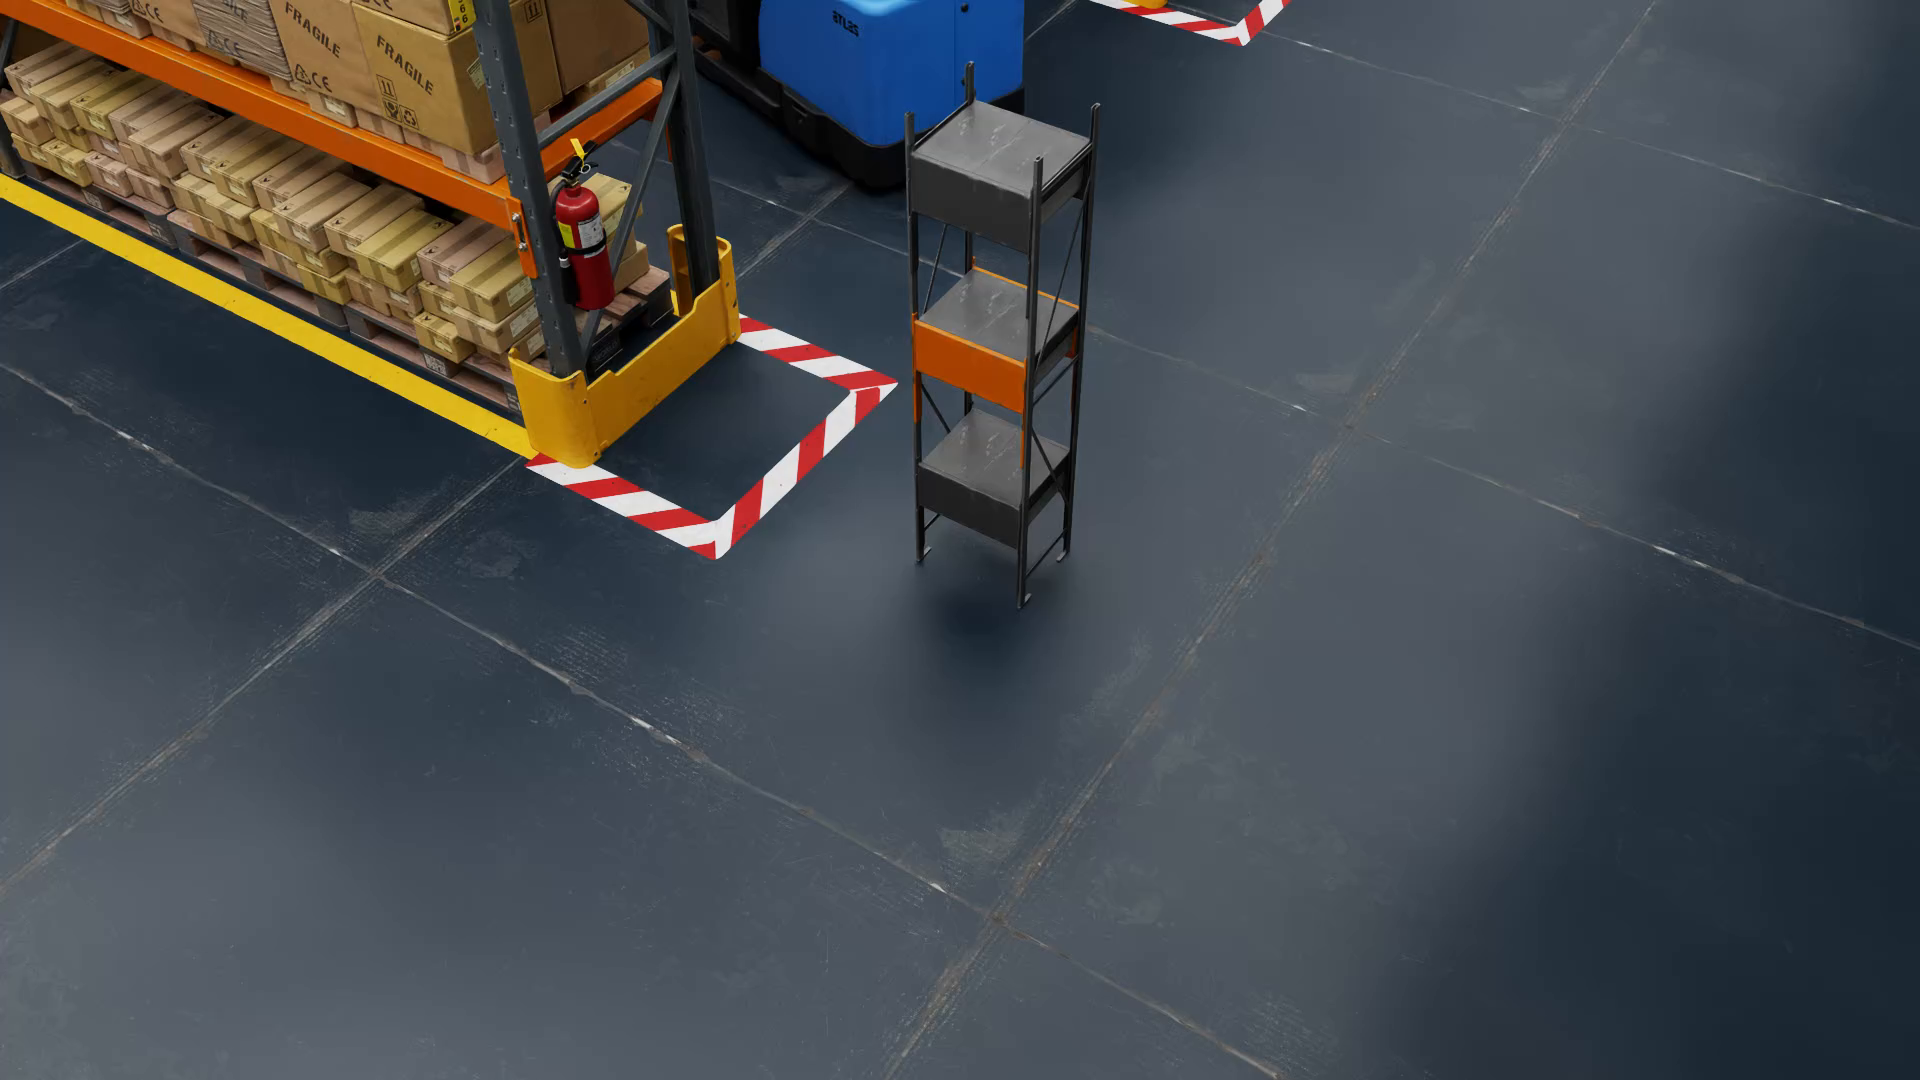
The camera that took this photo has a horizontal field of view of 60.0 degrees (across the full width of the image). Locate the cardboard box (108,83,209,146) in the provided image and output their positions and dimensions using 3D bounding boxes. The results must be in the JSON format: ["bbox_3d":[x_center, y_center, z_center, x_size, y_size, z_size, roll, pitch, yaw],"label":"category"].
[{"bbox_3d":[-3.932,-2.081,8.182,0.250,0.149,0.380,23,50,21],"label":"cardboard box"}]

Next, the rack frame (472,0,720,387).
[{"bbox_3d":[-1.414,-1.728,6.559,0.127,3.000,1.000,25,51,22],"label":"rack frame"}]

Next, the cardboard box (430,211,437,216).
[{"bbox_3d":[-2.582,-1.627,8.157,0.250,0.149,0.380,25,51,22],"label":"cardboard box"}]

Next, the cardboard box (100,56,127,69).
[{"bbox_3d":[-4.341,-2.656,8.742,0.250,0.149,0.380,26,51,23],"label":"cardboard box"}]

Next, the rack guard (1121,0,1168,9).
[{"bbox_3d":[1.369,-3.803,10.318,0.348,0.500,1.175,25,51,22],"label":"rack guard"}]

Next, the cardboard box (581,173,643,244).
[{"bbox_3d":[-1.672,-1.496,7.614,0.250,0.149,0.380,23,50,20],"label":"cardboard box"}]

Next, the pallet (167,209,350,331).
[{"bbox_3d":[-3.166,-1.594,8.374,1.213,0.211,1.003,25,51,22],"label":"pallet"}]

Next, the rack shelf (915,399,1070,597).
[{"bbox_3d":[0.139,-0.170,6.668,0.480,0.518,0.431,25,51,22],"label":"rack shelf"}]

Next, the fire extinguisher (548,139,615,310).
[{"bbox_3d":[-1.451,-1.195,6.355,0.183,0.674,0.296,25,51,22],"label":"fire extinguisher"}]

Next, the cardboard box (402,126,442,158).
[{"bbox_3d":[-2.030,-1.715,6.722,0.250,0.149,0.380,25,51,22],"label":"cardboard box"}]

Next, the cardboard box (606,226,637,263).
[{"bbox_3d":[-1.717,-1.342,7.672,0.250,0.149,0.380,27,52,24],"label":"cardboard box"}]

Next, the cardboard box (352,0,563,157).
[{"bbox_3d":[-1.931,-1.885,6.435,0.500,0.500,0.500,26,51,23],"label":"cardboard box"}]

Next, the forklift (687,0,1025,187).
[{"bbox_3d":[-0.966,-3.859,8.678,1.130,2.935,3.031,-30,53,-26],"label":"forklift"}]

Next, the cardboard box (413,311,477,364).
[{"bbox_3d":[-2.241,-0.997,7.544,0.250,0.149,0.380,26,51,23],"label":"cardboard box"}]

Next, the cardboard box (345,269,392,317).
[{"bbox_3d":[-2.632,-1.239,7.779,0.250,0.149,0.380,25,51,22],"label":"cardboard box"}]

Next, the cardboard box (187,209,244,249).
[{"bbox_3d":[-3.534,-1.617,8.146,0.250,0.149,0.380,23,50,21],"label":"cardboard box"}]

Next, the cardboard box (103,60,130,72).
[{"bbox_3d":[-4.344,-2.603,8.897,0.250,0.149,0.380,26,51,23],"label":"cardboard box"}]

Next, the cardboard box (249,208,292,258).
[{"bbox_3d":[-3.099,-1.520,7.845,0.250,0.149,0.380,27,52,24],"label":"cardboard box"}]

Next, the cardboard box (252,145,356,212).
[{"bbox_3d":[-3.066,-1.674,7.787,0.250,0.149,0.380,23,50,21],"label":"cardboard box"}]

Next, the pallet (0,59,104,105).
[{"bbox_3d":[-5.437,-2.605,9.356,1.213,0.211,1.003,25,51,22],"label":"pallet"}]

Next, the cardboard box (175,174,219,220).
[{"bbox_3d":[-3.540,-1.720,8.040,0.250,0.149,0.380,24,51,22],"label":"cardboard box"}]

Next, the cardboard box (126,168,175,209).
[{"bbox_3d":[-3.946,-1.859,8.381,0.250,0.149,0.380,24,50,21],"label":"cardboard box"}]

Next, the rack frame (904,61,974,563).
[{"bbox_3d":[-0.066,-0.762,6.248,0.015,2.100,0.400,25,51,22],"label":"rack frame"}]

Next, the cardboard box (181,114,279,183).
[{"bbox_3d":[-3.488,-1.877,7.985,0.250,0.149,0.380,23,50,21],"label":"cardboard box"}]

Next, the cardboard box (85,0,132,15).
[{"bbox_3d":[-3.675,-2.667,7.195,0.500,0.500,0.500,24,50,21],"label":"cardboard box"}]

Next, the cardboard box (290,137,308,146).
[{"bbox_3d":[-3.054,-2.033,8.136,0.250,0.149,0.380,25,51,22],"label":"cardboard box"}]

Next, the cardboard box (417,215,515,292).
[{"bbox_3d":[-2.177,-1.272,7.397,0.250,0.149,0.380,26,51,23],"label":"cardboard box"}]

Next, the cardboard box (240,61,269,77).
[{"bbox_3d":[-2.878,-2.148,7.143,0.250,0.149,0.380,23,50,21],"label":"cardboard box"}]

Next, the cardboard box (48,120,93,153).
[{"bbox_3d":[-4.387,-2.156,8.463,0.250,0.149,0.380,25,51,22],"label":"cardboard box"}]

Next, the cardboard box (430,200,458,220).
[{"bbox_3d":[-2.328,-1.689,8.009,0.250,0.149,0.380,26,51,23],"label":"cardboard box"}]

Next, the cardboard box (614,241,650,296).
[{"bbox_3d":[-1.682,-1.277,7.816,0.250,0.149,0.380,26,51,23],"label":"cardboard box"}]

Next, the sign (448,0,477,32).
[{"bbox_3d":[-1.731,-1.914,5.713,0.005,0.325,0.100,25,51,22],"label":"sign"}]

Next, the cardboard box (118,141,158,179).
[{"bbox_3d":[-3.937,-1.977,8.289,0.250,0.149,0.380,22,50,20],"label":"cardboard box"}]

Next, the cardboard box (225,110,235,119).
[{"bbox_3d":[-3.492,-2.170,8.476,0.250,0.149,0.380,26,51,23],"label":"cardboard box"}]

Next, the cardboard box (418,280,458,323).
[{"bbox_3d":[-2.203,-1.150,7.486,0.250,0.149,0.380,24,50,21],"label":"cardboard box"}]

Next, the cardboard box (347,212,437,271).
[{"bbox_3d":[-2.622,-1.383,7.712,0.250,0.149,0.380,24,51,22],"label":"cardboard box"}]

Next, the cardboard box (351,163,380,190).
[{"bbox_3d":[-2.853,-1.814,8.131,0.250,0.149,0.380,27,52,24],"label":"cardboard box"}]

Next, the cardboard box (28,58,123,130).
[{"bbox_3d":[-4.403,-2.236,8.333,0.250,0.149,0.380,27,52,24],"label":"cardboard box"}]

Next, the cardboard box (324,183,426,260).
[{"bbox_3d":[-2.647,-1.434,7.554,0.250,0.149,0.380,23,50,21],"label":"cardboard box"}]

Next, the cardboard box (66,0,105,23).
[{"bbox_3d":[-3.806,-2.509,7.494,0.250,0.149,0.380,26,51,23],"label":"cardboard box"}]

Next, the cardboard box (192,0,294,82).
[{"bbox_3d":[-2.794,-2.278,6.817,0.500,0.500,0.500,25,51,22],"label":"cardboard box"}]

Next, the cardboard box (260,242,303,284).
[{"bbox_3d":[-3.100,-1.418,7.953,0.250,0.149,0.380,26,51,23],"label":"cardboard box"}]

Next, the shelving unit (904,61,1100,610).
[{"bbox_3d":[0.139,-0.668,6.157,0.503,2.100,0.431,25,51,22],"label":"shelving unit"}]

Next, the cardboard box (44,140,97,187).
[{"bbox_3d":[-4.424,-1.992,8.511,0.250,0.149,0.380,26,51,23],"label":"cardboard box"}]

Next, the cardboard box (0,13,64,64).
[{"bbox_3d":[-5.260,-2.998,9.244,0.500,0.500,0.500,27,51,24],"label":"cardboard box"}]

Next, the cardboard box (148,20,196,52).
[{"bbox_3d":[-3.334,-2.326,7.315,0.250,0.149,0.380,27,51,23],"label":"cardboard box"}]

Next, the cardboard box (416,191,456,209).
[{"bbox_3d":[-2.365,-1.751,7.862,0.250,0.149,0.380,22,50,20],"label":"cardboard box"}]

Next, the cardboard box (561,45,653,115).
[{"bbox_3d":[-1.510,-1.964,6.964,0.250,0.149,0.380,24,51,22],"label":"cardboard box"}]

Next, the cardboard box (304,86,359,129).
[{"bbox_3d":[-2.477,-1.888,6.890,0.250,0.149,0.380,26,51,23],"label":"cardboard box"}]
